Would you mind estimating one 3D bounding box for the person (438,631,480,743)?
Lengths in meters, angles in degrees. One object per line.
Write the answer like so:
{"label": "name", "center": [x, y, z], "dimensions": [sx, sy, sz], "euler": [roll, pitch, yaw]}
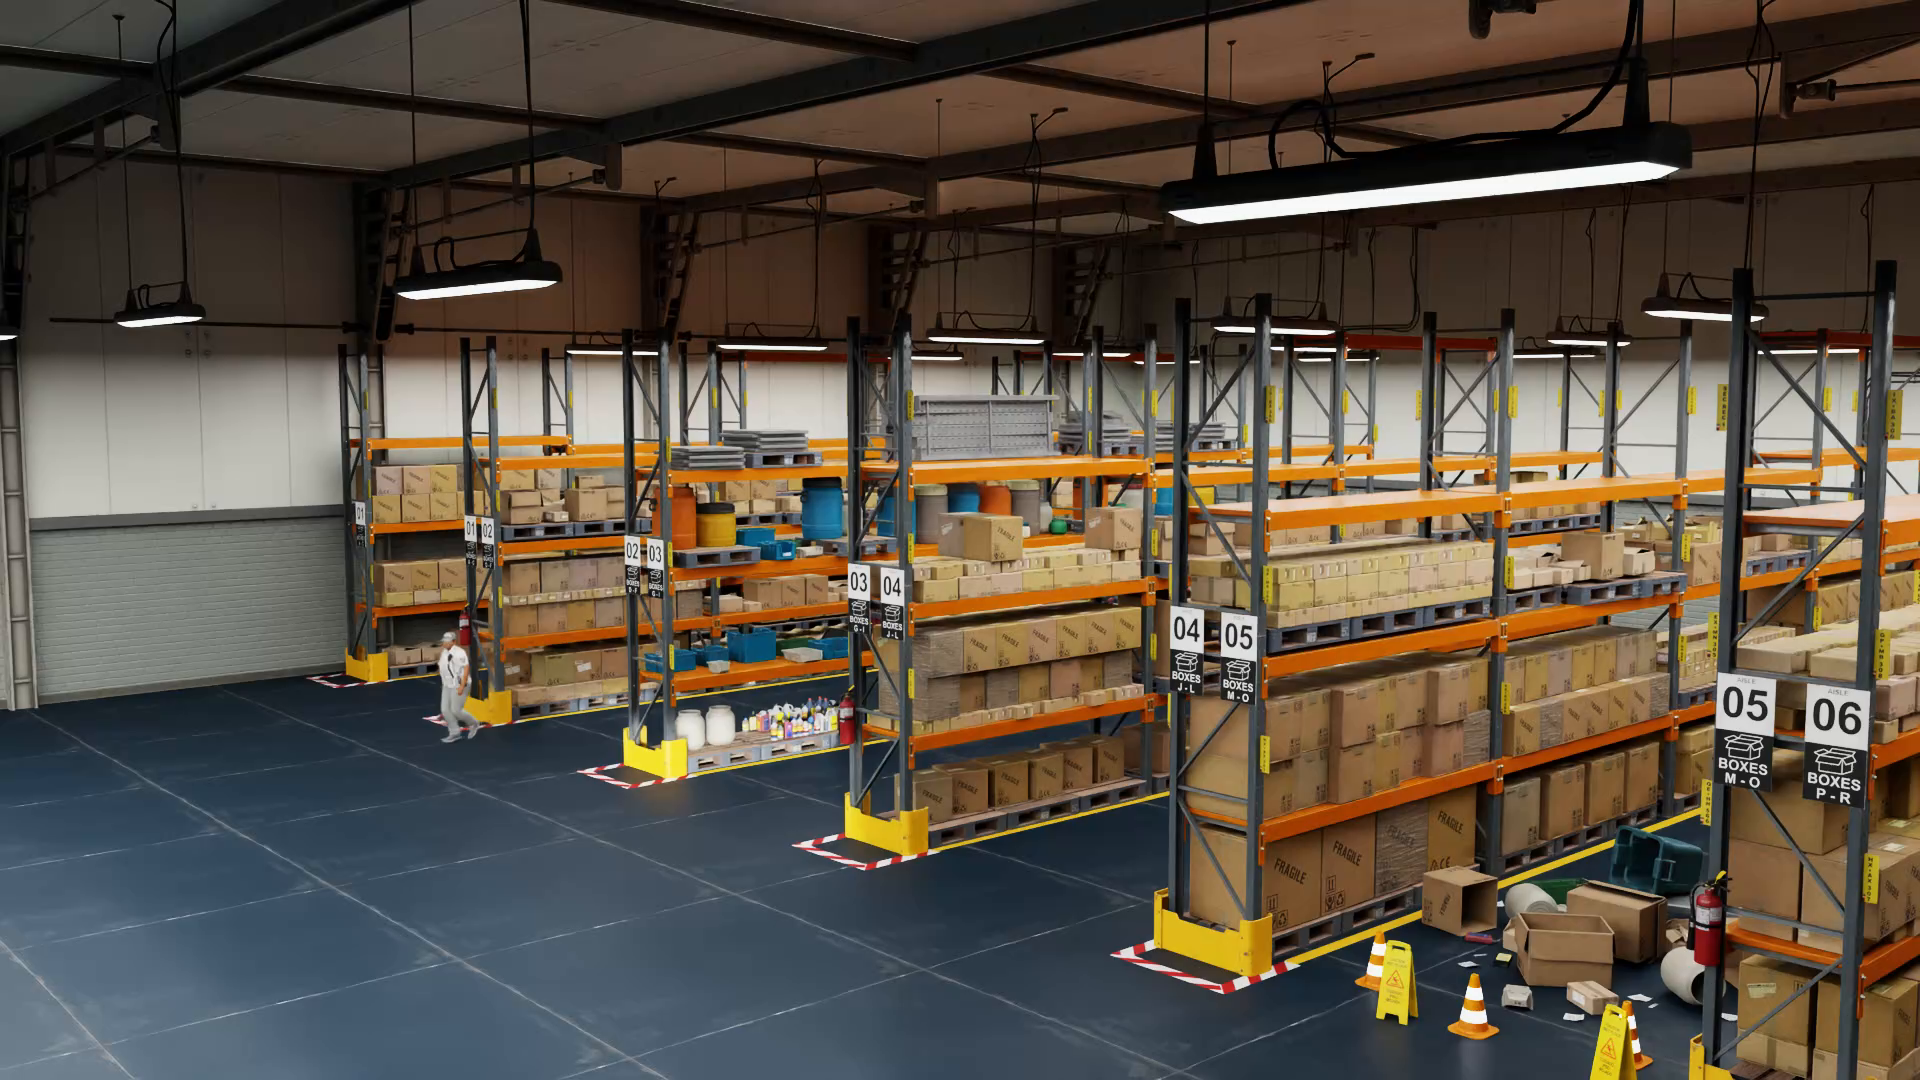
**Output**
{"label": "person", "center": [-7.411, 2.157, 24.544], "dimensions": [0.549, 1.653, 0.588], "euler": [4, 7, 40]}
